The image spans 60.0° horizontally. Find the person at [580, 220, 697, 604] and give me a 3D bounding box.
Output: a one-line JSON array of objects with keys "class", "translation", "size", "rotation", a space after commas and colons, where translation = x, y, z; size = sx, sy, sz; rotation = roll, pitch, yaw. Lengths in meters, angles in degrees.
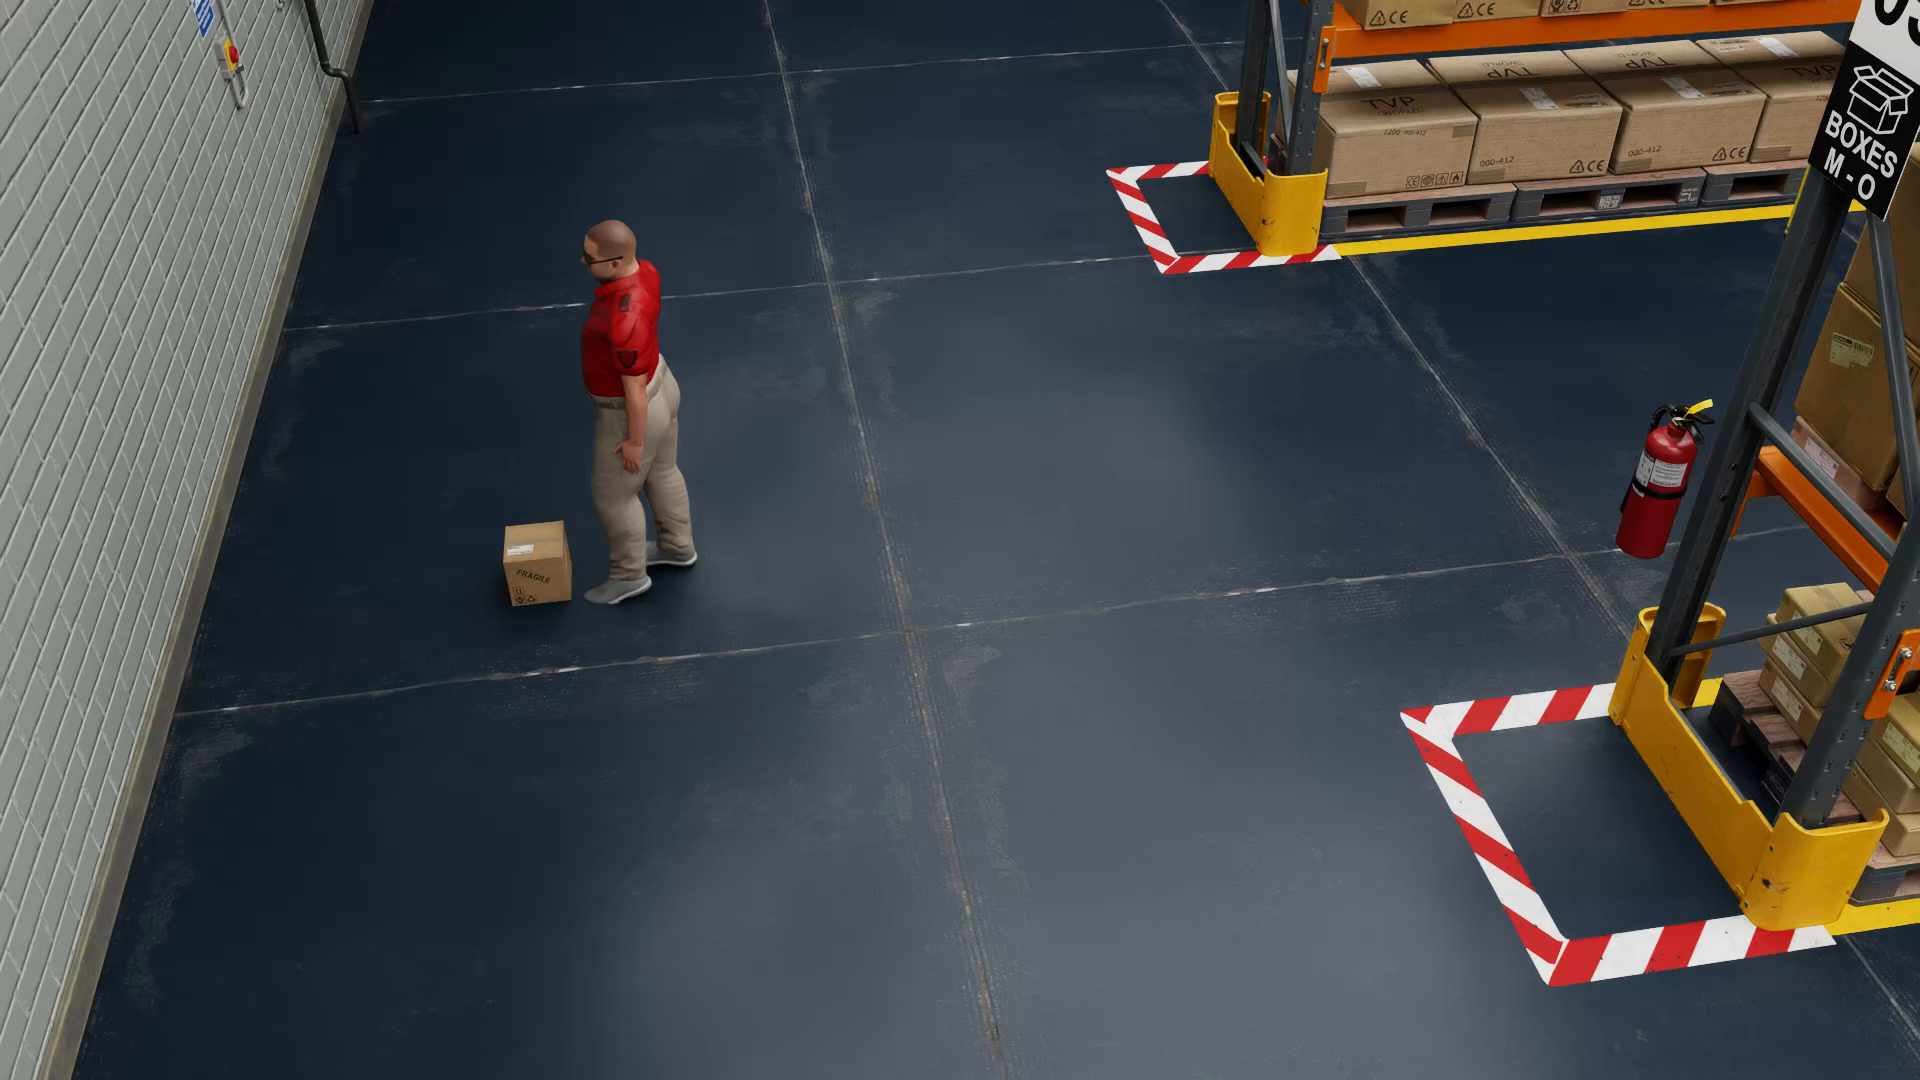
[{"class": "person", "translation": [-1.406, -0.529, 6.863], "size": [0.477, 1.783, 0.566], "rotation": [3, 38, 3]}]
